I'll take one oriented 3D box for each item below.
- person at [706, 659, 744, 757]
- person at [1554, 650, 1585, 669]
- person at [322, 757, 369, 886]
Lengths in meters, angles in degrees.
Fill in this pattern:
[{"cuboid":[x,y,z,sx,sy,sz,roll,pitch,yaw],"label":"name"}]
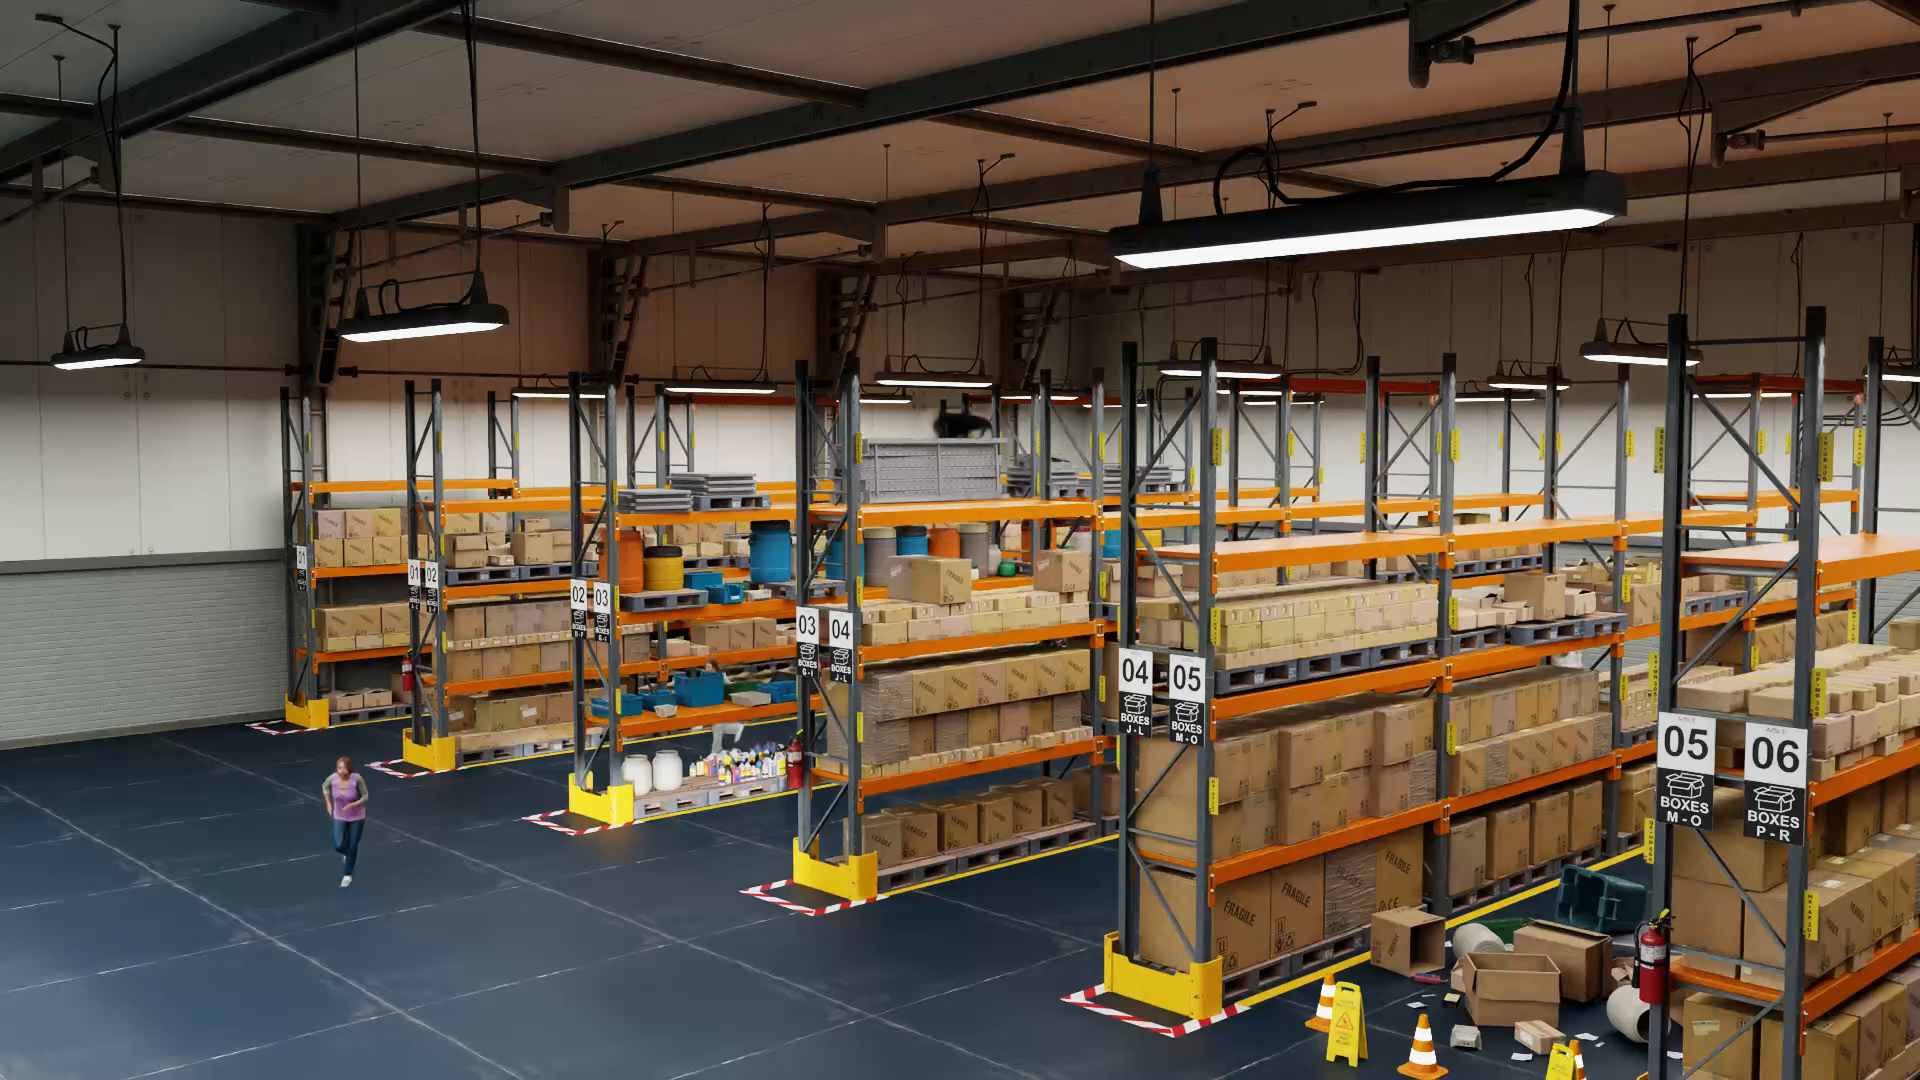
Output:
[{"cuboid":[-3.771,2.685,26.683,0.560,1.610,0.790,3,5,36],"label":"person"},{"cuboid":[11.022,2.397,30.154,0.695,1.718,0.565,-2,4,-34],"label":"person"},{"cuboid":[-7.000,3.204,18.935,0.526,1.528,0.653,-1,4,-13],"label":"person"}]
